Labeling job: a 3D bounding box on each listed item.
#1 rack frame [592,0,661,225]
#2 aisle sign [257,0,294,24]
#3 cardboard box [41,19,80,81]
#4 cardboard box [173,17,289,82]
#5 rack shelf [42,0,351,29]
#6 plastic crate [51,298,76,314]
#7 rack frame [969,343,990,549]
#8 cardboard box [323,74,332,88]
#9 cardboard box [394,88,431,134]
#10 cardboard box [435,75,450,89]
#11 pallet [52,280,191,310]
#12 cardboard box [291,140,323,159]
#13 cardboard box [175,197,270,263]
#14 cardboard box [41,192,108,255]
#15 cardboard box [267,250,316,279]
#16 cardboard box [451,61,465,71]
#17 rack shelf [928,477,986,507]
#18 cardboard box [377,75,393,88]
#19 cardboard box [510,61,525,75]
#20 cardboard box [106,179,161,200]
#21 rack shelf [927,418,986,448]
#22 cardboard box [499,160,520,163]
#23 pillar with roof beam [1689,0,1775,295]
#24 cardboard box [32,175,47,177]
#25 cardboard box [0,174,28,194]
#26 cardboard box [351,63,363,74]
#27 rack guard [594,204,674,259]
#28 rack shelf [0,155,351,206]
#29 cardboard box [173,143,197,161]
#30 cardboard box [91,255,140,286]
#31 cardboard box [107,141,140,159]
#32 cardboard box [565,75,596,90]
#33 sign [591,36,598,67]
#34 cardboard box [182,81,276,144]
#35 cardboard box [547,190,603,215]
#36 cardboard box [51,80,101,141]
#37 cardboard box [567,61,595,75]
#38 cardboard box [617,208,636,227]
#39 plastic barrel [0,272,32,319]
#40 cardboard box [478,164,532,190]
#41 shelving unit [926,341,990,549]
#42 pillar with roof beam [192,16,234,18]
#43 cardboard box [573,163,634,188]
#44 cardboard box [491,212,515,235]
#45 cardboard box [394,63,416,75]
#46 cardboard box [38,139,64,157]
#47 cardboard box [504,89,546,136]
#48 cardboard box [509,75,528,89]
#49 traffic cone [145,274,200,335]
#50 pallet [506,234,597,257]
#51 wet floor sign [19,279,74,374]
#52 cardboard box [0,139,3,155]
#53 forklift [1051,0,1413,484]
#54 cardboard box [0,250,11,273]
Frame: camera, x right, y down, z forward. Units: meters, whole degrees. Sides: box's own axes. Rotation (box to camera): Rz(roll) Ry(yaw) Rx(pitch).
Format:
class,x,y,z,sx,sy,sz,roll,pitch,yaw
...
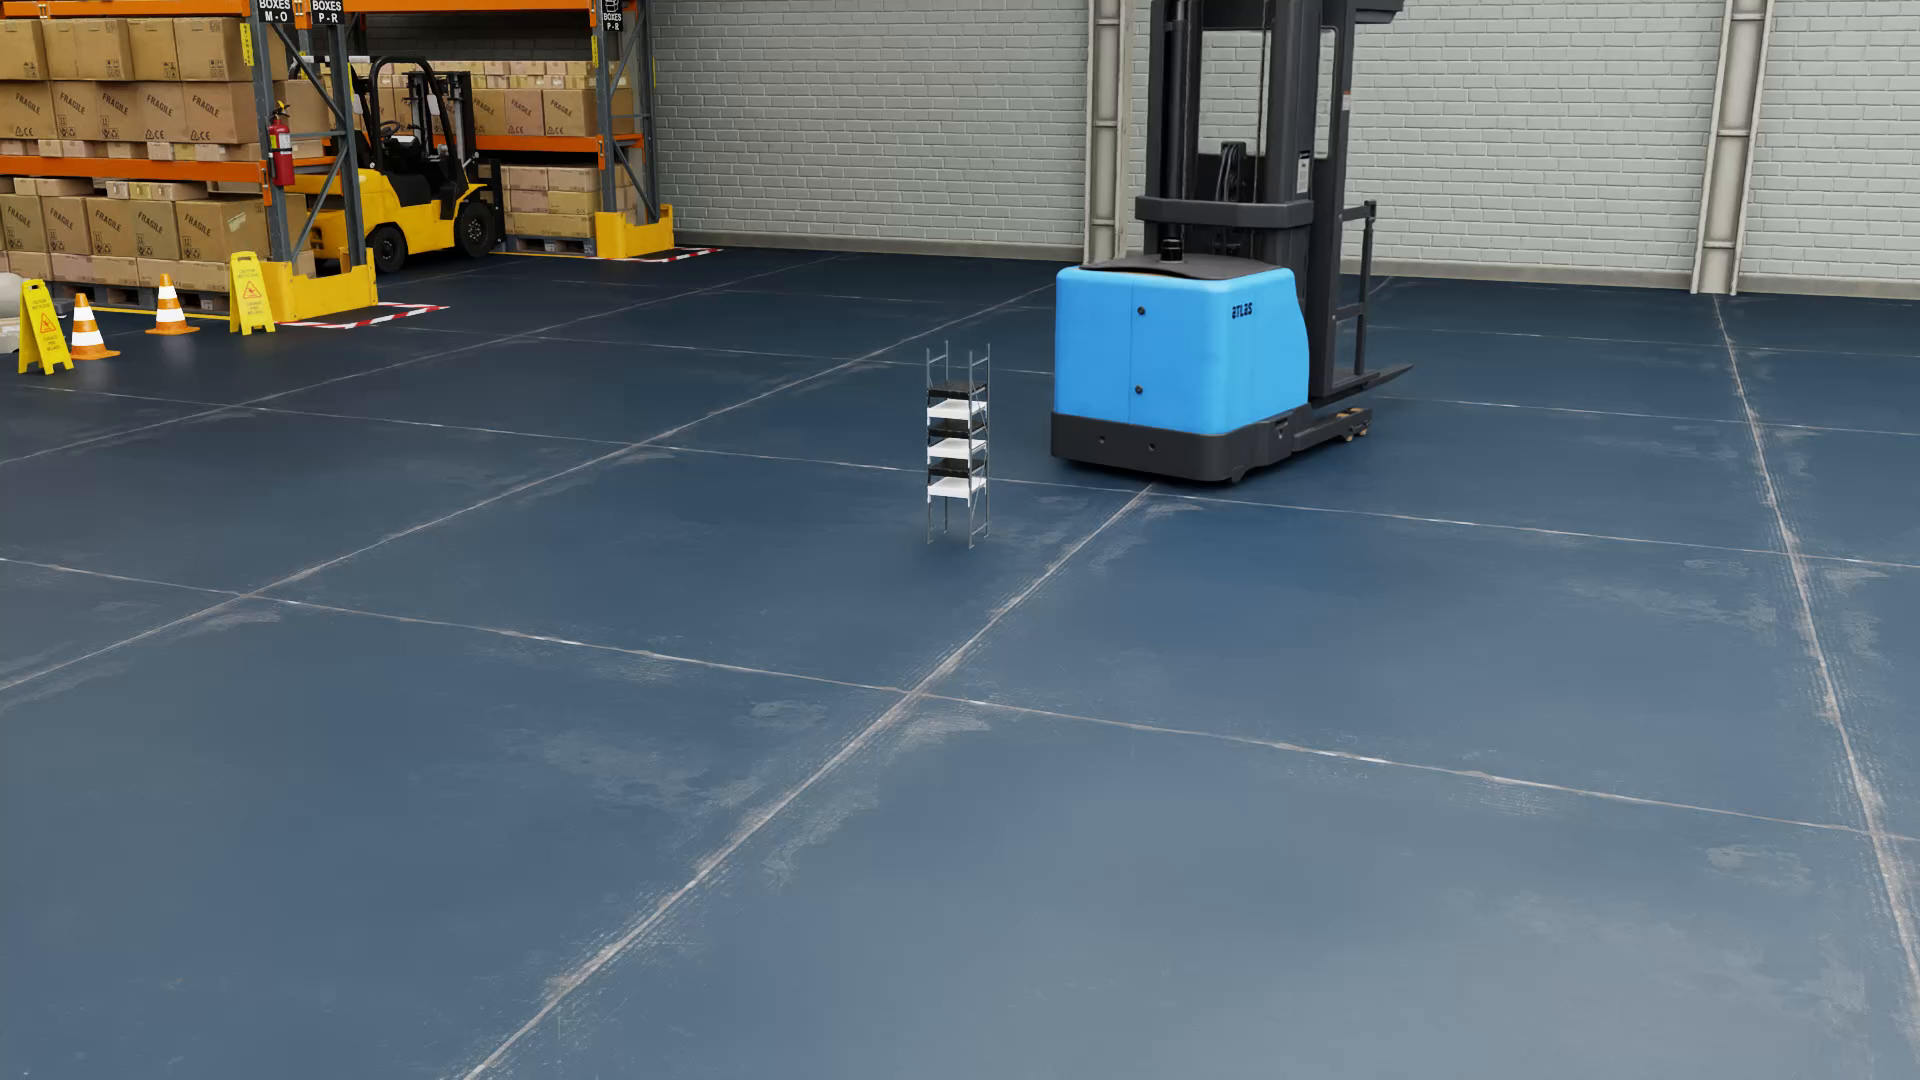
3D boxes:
class,x,y,z,sx,sy,sz,roll,pitch,yaw
rack frame,-3.707,-4.715,18.534,0.127,3.000,1.000,6,17,21
aisle sign,-5.573,-4.594,13.454,0.004,0.787,0.394,6,17,21
cardboard box,-7.473,-4.260,14.461,0.500,0.500,0.700,6,17,20
cardboard box,-6.080,-4.094,13.888,0.500,0.500,0.700,6,17,19
rack shelf,-9.288,-6.423,20.330,4.000,0.370,1.077,6,17,21
plastic crate,-8.086,-2.061,14.629,0.583,0.080,0.402,0,16,1
rack frame,0.087,-0.423,7.515,0.006,0.900,0.240,6,17,21
cardboard box,-7.228,-5.383,19.491,0.250,0.149,0.380,6,17,20
cardboard box,-6.149,-4.958,19.193,0.500,0.500,0.500,6,17,20
cardboard box,-5.796,-5.219,18.929,0.250,0.149,0.380,6,17,19
pallet,-7.469,-2.313,15.263,1.213,0.211,1.003,6,17,21
cardboard box,-5.764,-3.395,14.437,0.250,0.149,0.380,6,17,21
cardboard box,-6.365,-2.683,14.367,0.500,0.500,0.500,6,17,21
cardboard box,-7.812,-2.842,14.916,0.500,0.500,0.500,7,18,24
cardboard box,-6.173,-2.462,14.954,0.500,0.250,0.500,6,17,20
cardboard box,-5.546,-5.354,18.861,0.250,0.149,0.380,7,17,21
rack shelf,-0.008,-0.228,7.611,0.200,0.077,0.258,6,17,21
cardboard box,-6.531,-5.293,19.181,0.250,0.149,0.380,7,17,22
cardboard box,-4.816,-5.281,18.607,0.250,0.149,0.380,6,17,21
cardboard box,-7.209,-3.068,14.532,0.250,0.149,0.380,7,18,23
rack shelf,-0.008,-0.487,7.535,0.200,0.077,0.258,6,17,21
cardboard box,-5.486,-4.333,19.603,0.500,0.250,0.500,6,17,20
pillar with roof beam,5.560,-5.557,10.673,0.400,9.000,9.100,6,17,21
cardboard box,-11.621,-4.522,21.599,0.500,0.500,0.500,7,18,22
cardboard box,-8.701,-3.230,15.090,0.250,0.149,0.380,7,17,21
cardboard box,-6.957,-5.518,19.424,0.250,0.149,0.380,7,17,21
rack guard,-3.684,-3.512,18.874,0.348,0.500,1.175,6,17,21
rack shelf,-7.385,-3.286,14.903,4.000,0.370,1.077,6,17,21
cardboard box,-6.458,-3.318,14.173,0.250,0.149,0.380,6,17,20
cardboard box,-7.343,-2.428,14.836,0.500,0.250,0.500,6,17,19
cardboard box,-7.166,-3.402,14.462,0.250,0.149,0.380,6,17,20
cardboard box,-4.132,-5.037,18.301,0.250,0.149,0.380,7,17,21
sign,-3.919,-5.245,17.859,0.005,0.325,0.100,6,17,21
cardboard box,-6.130,-3.602,13.988,0.500,0.500,0.500,6,17,20
cardboard box,-4.274,-3.805,18.681,0.500,0.250,0.500,6,17,20
cardboard box,-7.523,-3.763,14.543,0.500,0.500,0.500,6,17,21
cardboard box,-4.117,-5.199,18.326,0.250,0.149,0.380,6,17,21
cardboard box,-4.092,-3.697,19.206,0.500,0.250,0.500,6,17,21
plastic barrel,-8.001,-2.008,13.832,0.512,0.421,0.421,-9,18,-27
cardboard box,-5.200,-4.142,18.946,0.500,0.250,0.500,7,17,21
shelving unit,-0.008,-0.433,7.551,0.210,0.900,0.258,6,17,21
pillar with roof beam,-11.185,-7.398,17.016,0.400,9.000,9.100,6,17,21
cardboard box,-4.084,-4.174,19.057,0.500,0.250,0.500,6,17,20
cardboard box,-5.181,-3.669,19.110,0.500,0.250,0.500,6,17,21
cardboard box,-6.270,-5.417,19.077,0.250,0.149,0.380,6,17,20
cardboard box,-7.883,-3.467,14.686,0.250,0.149,0.380,6,17,21
cardboard box,-4.740,-4.800,18.650,0.500,0.500,0.500,7,18,22
cardboard box,-4.826,-5.126,18.608,0.250,0.149,0.380,6,17,20
traffic cone,-6.398,-1.918,13.451,0.334,0.463,0.336,6,17,21
pallet,-4.433,-3.443,19.154,1.213,0.211,1.003,6,17,21
wet floor sign,-6.493,-1.513,11.727,0.232,0.644,0.267,3,17,11
cardboard box,-8.558,-3.568,15.036,0.250,0.149,0.380,6,17,20
forklift,1.773,-2.049,9.475,1.130,2.935,3.031,12,20,35
cardboard box,-8.796,-2.587,15.383,0.500,0.250,0.500,5,17,18
